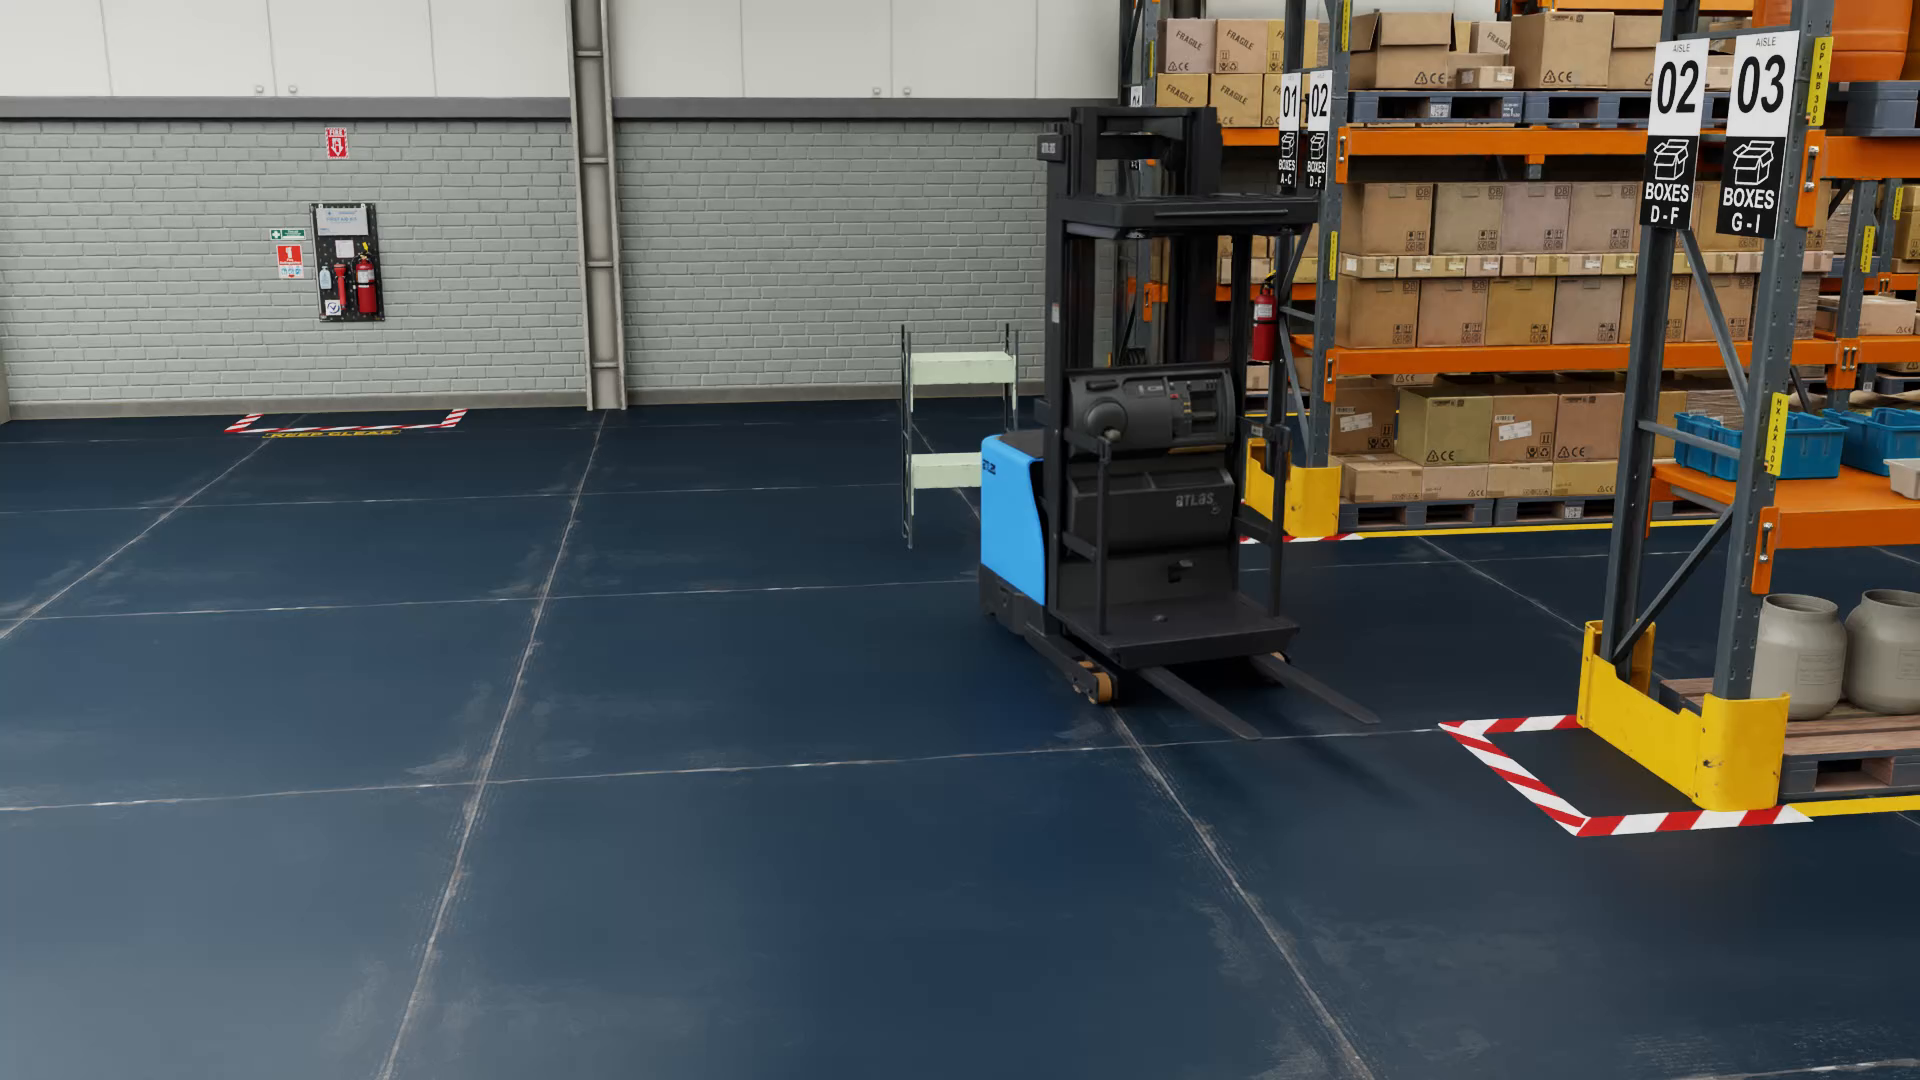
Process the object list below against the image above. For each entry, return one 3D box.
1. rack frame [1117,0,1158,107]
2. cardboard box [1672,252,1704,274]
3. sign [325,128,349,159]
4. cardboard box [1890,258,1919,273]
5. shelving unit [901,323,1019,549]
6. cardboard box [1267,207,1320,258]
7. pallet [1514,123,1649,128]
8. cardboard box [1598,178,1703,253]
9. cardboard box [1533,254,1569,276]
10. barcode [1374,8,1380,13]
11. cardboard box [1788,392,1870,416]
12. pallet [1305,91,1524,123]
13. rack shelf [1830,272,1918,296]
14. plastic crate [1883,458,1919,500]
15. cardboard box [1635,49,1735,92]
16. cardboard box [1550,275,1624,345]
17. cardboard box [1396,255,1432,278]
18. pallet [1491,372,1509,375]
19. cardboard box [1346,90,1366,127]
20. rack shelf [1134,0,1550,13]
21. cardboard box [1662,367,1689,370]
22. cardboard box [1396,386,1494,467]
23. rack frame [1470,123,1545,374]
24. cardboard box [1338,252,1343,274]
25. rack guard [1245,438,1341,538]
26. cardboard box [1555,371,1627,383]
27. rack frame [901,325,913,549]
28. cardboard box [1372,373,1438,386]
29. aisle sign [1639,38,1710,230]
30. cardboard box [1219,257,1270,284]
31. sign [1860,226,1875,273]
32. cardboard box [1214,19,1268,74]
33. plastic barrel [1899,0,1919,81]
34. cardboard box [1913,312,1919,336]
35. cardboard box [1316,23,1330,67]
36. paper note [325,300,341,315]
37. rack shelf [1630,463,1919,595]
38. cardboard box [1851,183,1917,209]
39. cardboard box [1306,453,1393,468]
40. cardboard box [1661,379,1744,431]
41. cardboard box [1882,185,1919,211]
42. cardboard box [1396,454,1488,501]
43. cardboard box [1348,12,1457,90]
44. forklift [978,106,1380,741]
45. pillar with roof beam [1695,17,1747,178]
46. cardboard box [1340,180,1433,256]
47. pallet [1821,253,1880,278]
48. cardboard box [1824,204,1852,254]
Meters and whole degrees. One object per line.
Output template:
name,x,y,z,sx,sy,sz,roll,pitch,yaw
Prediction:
rack frame,1.730,-5.718,16.022,0.127,3.000,1.000,-2,14,-8
cardboard box,5.184,-2.027,12.098,0.250,0.149,0.380,-2,14,-9
sign,-6.112,-3.892,16.308,0.199,0.298,0.001,-2,14,-8
cardboard box,10.001,-2.942,17.762,0.250,0.149,0.380,-2,14,-9
shelving unit,-0.007,-0.727,11.538,0.755,1.500,0.431,-2,14,-8
cardboard box,3.249,-3.086,16.588,0.500,0.500,0.500,-3,14,-10
pallet,6.312,-4.314,16.975,1.003,0.211,1.213,-2,14,-8
cardboard box,4.995,-2.385,12.193,0.500,0.500,0.700,-2,14,-8
cardboard box,4.165,-1.989,11.949,0.250,0.149,0.380,-2,14,-9
barcode,4.247,-5.382,16.946,0.075,0.075,0.001,-2,14,-8
cardboard box,6.785,-0.987,13.128,0.500,0.311,0.500,-2,14,-8
pallet,3.175,-3.048,11.725,1.213,0.211,1.003,-2,14,-8
rack shelf,11.619,-2.821,18.285,4.000,0.370,1.077,-2,14,-8
plastic crate,4.139,-0.252,7.103,0.250,0.136,0.298,-2,14,-8
cardboard box,5.356,-3.470,12.259,0.500,0.311,0.500,-3,14,-11
cardboard box,4.466,-1.736,12.271,0.500,0.500,0.700,-2,14,-7
cardboard box,3.153,-1.952,11.801,0.250,0.149,0.380,-2,14,-10
pallet,6.455,-1.629,17.783,1.213,0.211,1.003,-2,14,-8
cardboard box,3.674,-4.328,16.401,0.500,0.500,0.500,-1,14,-5
rack shelf,3.708,-5.440,16.399,4.000,0.370,1.077,-2,14,-8
cardboard box,7.425,-2.024,17.861,0.500,0.500,0.700,-2,14,-8
cardboard box,3.529,-0.835,12.132,0.500,0.500,0.500,-2,14,-8
rack frame,5.686,-2.953,17.330,0.127,3.000,1.000,-2,14,-8
cardboard box,2.821,-2.039,12.148,0.250,0.149,0.380,-2,14,-9
rack guard,2.448,-0.403,12.302,0.348,0.500,1.175,-2,14,-8
cardboard box,4.933,-1.017,12.860,0.500,0.500,0.500,-2,14,-8
rack frame,-0.369,-0.714,11.486,0.023,1.500,0.400,-2,14,-8
cardboard box,4.665,-1.907,17.392,0.500,0.500,0.500,-3,14,-13
aisle sign,3.091,-1.755,7.208,0.004,0.787,0.394,-2,14,-8
cardboard box,2.771,-2.709,16.623,0.500,0.250,0.500,-3,14,-10
sign,6.511,-2.086,11.932,0.005,0.325,0.100,-2,14,-8
cardboard box,2.651,-4.768,16.098,0.500,0.500,0.500,-2,14,-9
plastic barrel,4.314,-2.247,7.098,0.600,0.588,0.600,0,14,0
cardboard box,7.334,-1.623,12.542,0.250,0.149,0.380,-2,14,-8
cardboard box,3.645,-4.936,16.769,0.500,0.500,0.500,-2,14,-8
paper note,-6.274,-2.327,16.643,0.142,0.148,0.016,-2,14,-8
rack shelf,5.184,-0.149,7.626,4.000,0.370,1.077,-2,14,-8
cardboard box,10.051,-3.743,18.080,0.500,0.250,0.500,-2,14,-7
cardboard box,2.958,-0.577,12.646,0.500,0.250,0.500,-2,14,-8
cardboard box,5.505,-0.911,12.434,0.500,0.500,0.500,-2,14,-8
cardboard box,10.157,-3.620,17.589,0.500,0.250,0.500,-2,14,-7
cardboard box,3.529,-0.471,12.225,0.500,0.250,0.500,-2,14,-8
cardboard box,3.041,-3.413,11.635,0.637,0.503,0.797,-1,14,-4
forklift,1.081,-0.701,8.490,1.130,2.935,3.031,-5,15,-19
pillar with roof beam,8.868,-5.133,13.691,0.400,9.000,9.100,-2,14,-8
cardboard box,2.988,-2.310,11.894,0.500,0.500,0.700,-2,14,-8
pallet,8.952,-2.953,17.726,1.003,0.211,1.213,-2,14,-8
cardboard box,9.178,-3.340,17.765,0.500,0.500,0.700,-4,15,-15
